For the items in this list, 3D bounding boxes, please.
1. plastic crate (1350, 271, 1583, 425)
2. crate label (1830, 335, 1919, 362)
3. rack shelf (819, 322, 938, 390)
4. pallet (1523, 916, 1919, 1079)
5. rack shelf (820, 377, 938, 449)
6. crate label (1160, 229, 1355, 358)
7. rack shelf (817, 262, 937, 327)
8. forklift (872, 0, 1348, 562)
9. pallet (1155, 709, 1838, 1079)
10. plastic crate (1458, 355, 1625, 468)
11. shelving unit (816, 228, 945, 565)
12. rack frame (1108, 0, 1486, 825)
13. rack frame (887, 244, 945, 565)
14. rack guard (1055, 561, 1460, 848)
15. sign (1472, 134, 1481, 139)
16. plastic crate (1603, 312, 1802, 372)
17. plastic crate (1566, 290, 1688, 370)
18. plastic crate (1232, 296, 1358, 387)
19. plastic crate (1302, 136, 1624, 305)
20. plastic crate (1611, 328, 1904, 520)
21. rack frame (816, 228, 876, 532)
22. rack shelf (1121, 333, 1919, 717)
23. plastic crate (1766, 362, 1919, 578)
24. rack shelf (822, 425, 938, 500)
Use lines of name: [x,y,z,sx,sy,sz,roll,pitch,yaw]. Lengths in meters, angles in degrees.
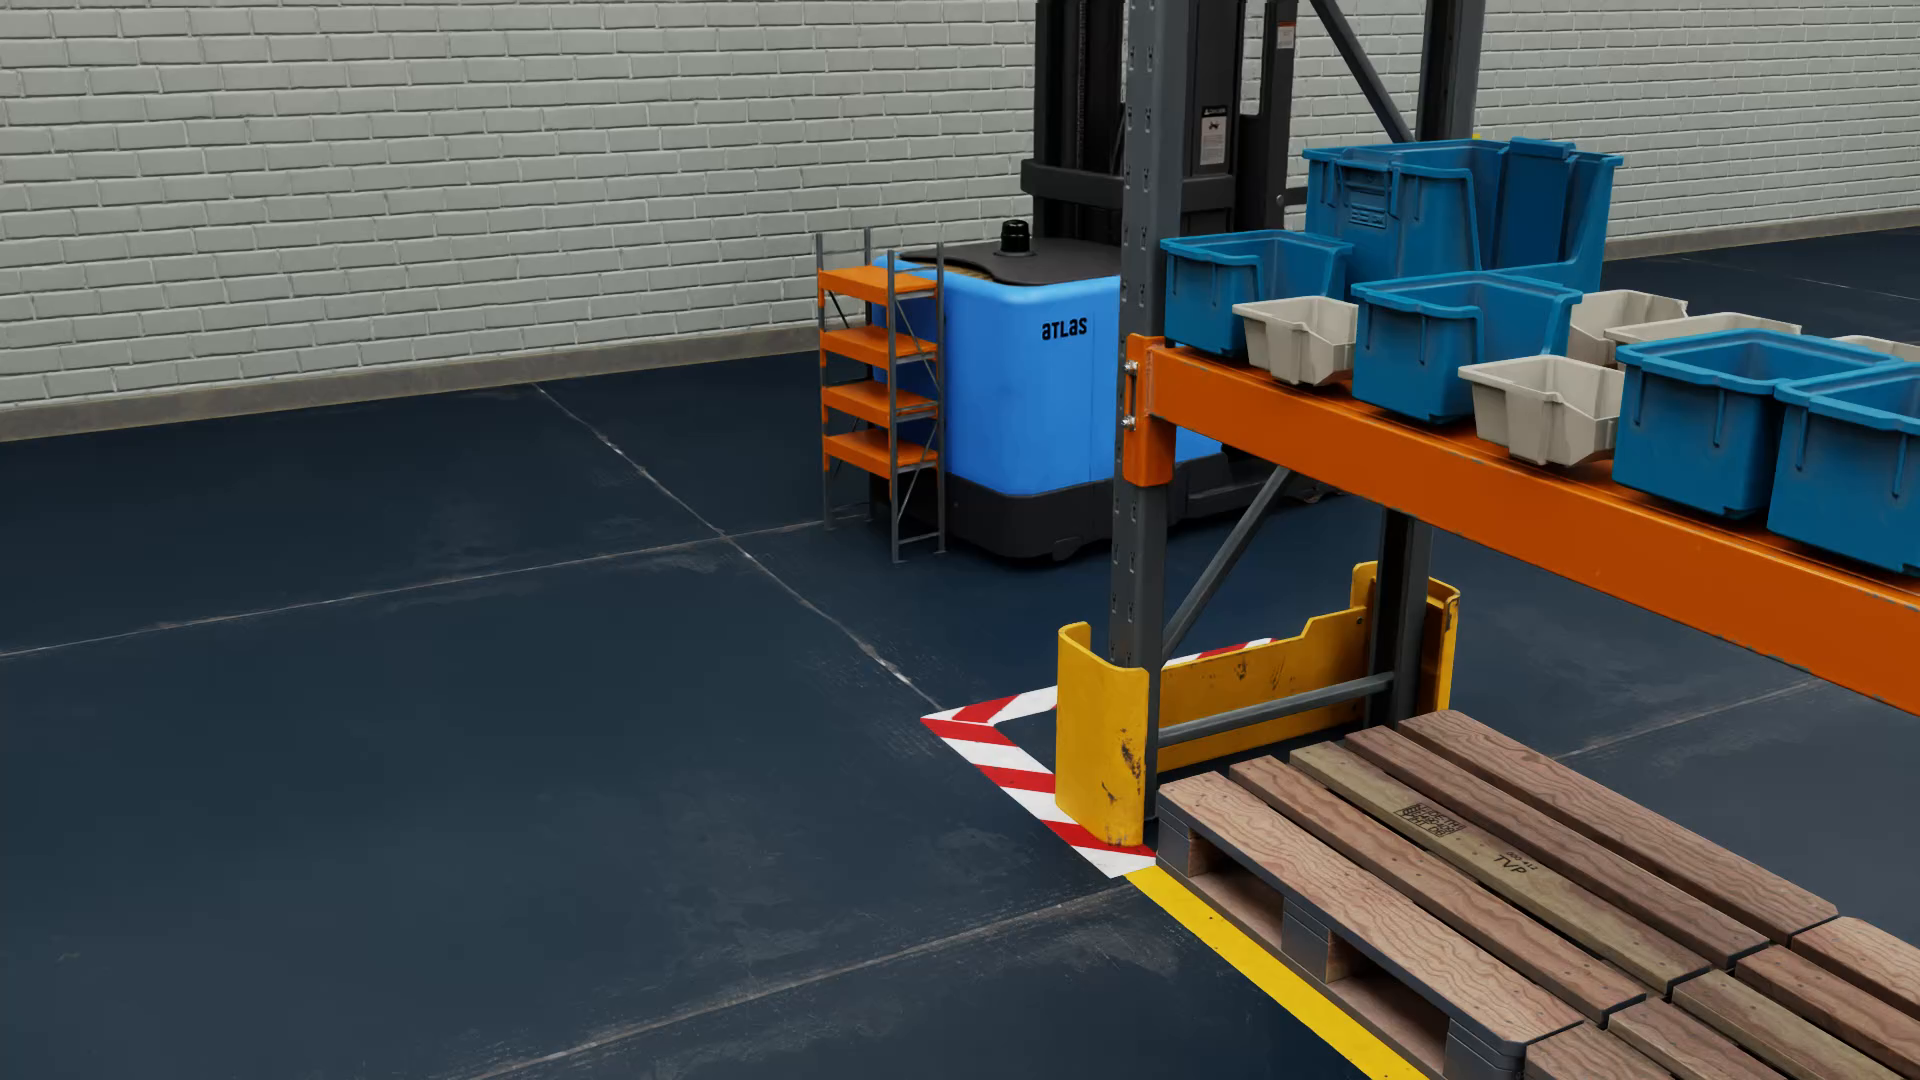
plastic crate: [0.996,-0.385,3.312,0.416,0.233,0.300,-10,21,-27]
crate label: [1.681,-0.282,3.163,0.396,0.136,0.243,-10,21,-27]
rack shelf: [-0.304,-0.708,6.364,0.258,0.148,0.480,-14,23,-34]
pallet: [1.789,1.165,2.933,1.003,0.211,1.213,-10,21,-27]
rack shelf: [-0.304,-0.497,6.437,0.258,0.148,0.480,-14,23,-34]
crate label: [0.683,-0.574,3.860,0.416,0.233,0.303,-10,21,-27]
rack shelf: [-0.305,-0.932,6.286,0.258,0.148,0.480,-14,23,-34]
forklift: [1.114,-1.665,6.964,3.031,2.935,1.130,-13,23,-34]
pallet: [1.213,0.815,3.947,1.003,0.211,1.213,-10,21,-27]
plastic crate: [1.085,-0.228,3.007,0.250,0.136,0.298,-10,21,-27]
shelving unit: [-0.304,-0.560,6.415,0.258,1.200,0.503,-14,23,-34]
rack frame: [0.856,-0.746,4.195,1.000,3.000,0.127,-10,21,-27]
rack frame: [-0.160,-0.496,6.229,0.240,1.200,0.015,-14,23,-34]
rack guard: [0.833,0.431,4.617,1.175,0.500,0.348,-10,21,-27]
sign: [1.332,-0.913,4.429,0.100,0.325,0.005,-10,21,-27]
plastic crate: [1.527,-0.358,3.384,0.396,0.136,0.243,-10,21,-27]
plastic crate: [1.402,-0.444,3.631,0.396,0.136,0.243,-10,21,-27]
plastic crate: [0.763,-0.423,3.571,0.250,0.136,0.298,-10,21,-27]
plastic crate: [1.179,-0.724,3.985,0.616,0.435,0.499,-10,21,-27]
plastic crate: [1.308,-0.196,2.764,0.416,0.233,0.300,-10,21,-27]
rack frame: [-0.449,-0.624,6.601,0.240,1.200,0.015,-14,23,-34]
rack shelf: [1.805,0.168,2.649,1.077,0.370,4.000,-10,21,-27]
plastic crate: [1.451,-0.109,2.515,0.416,0.233,0.300,-10,21,-27]
rack shelf: [-0.304,-0.309,6.502,0.258,0.148,0.480,-14,23,-34]
